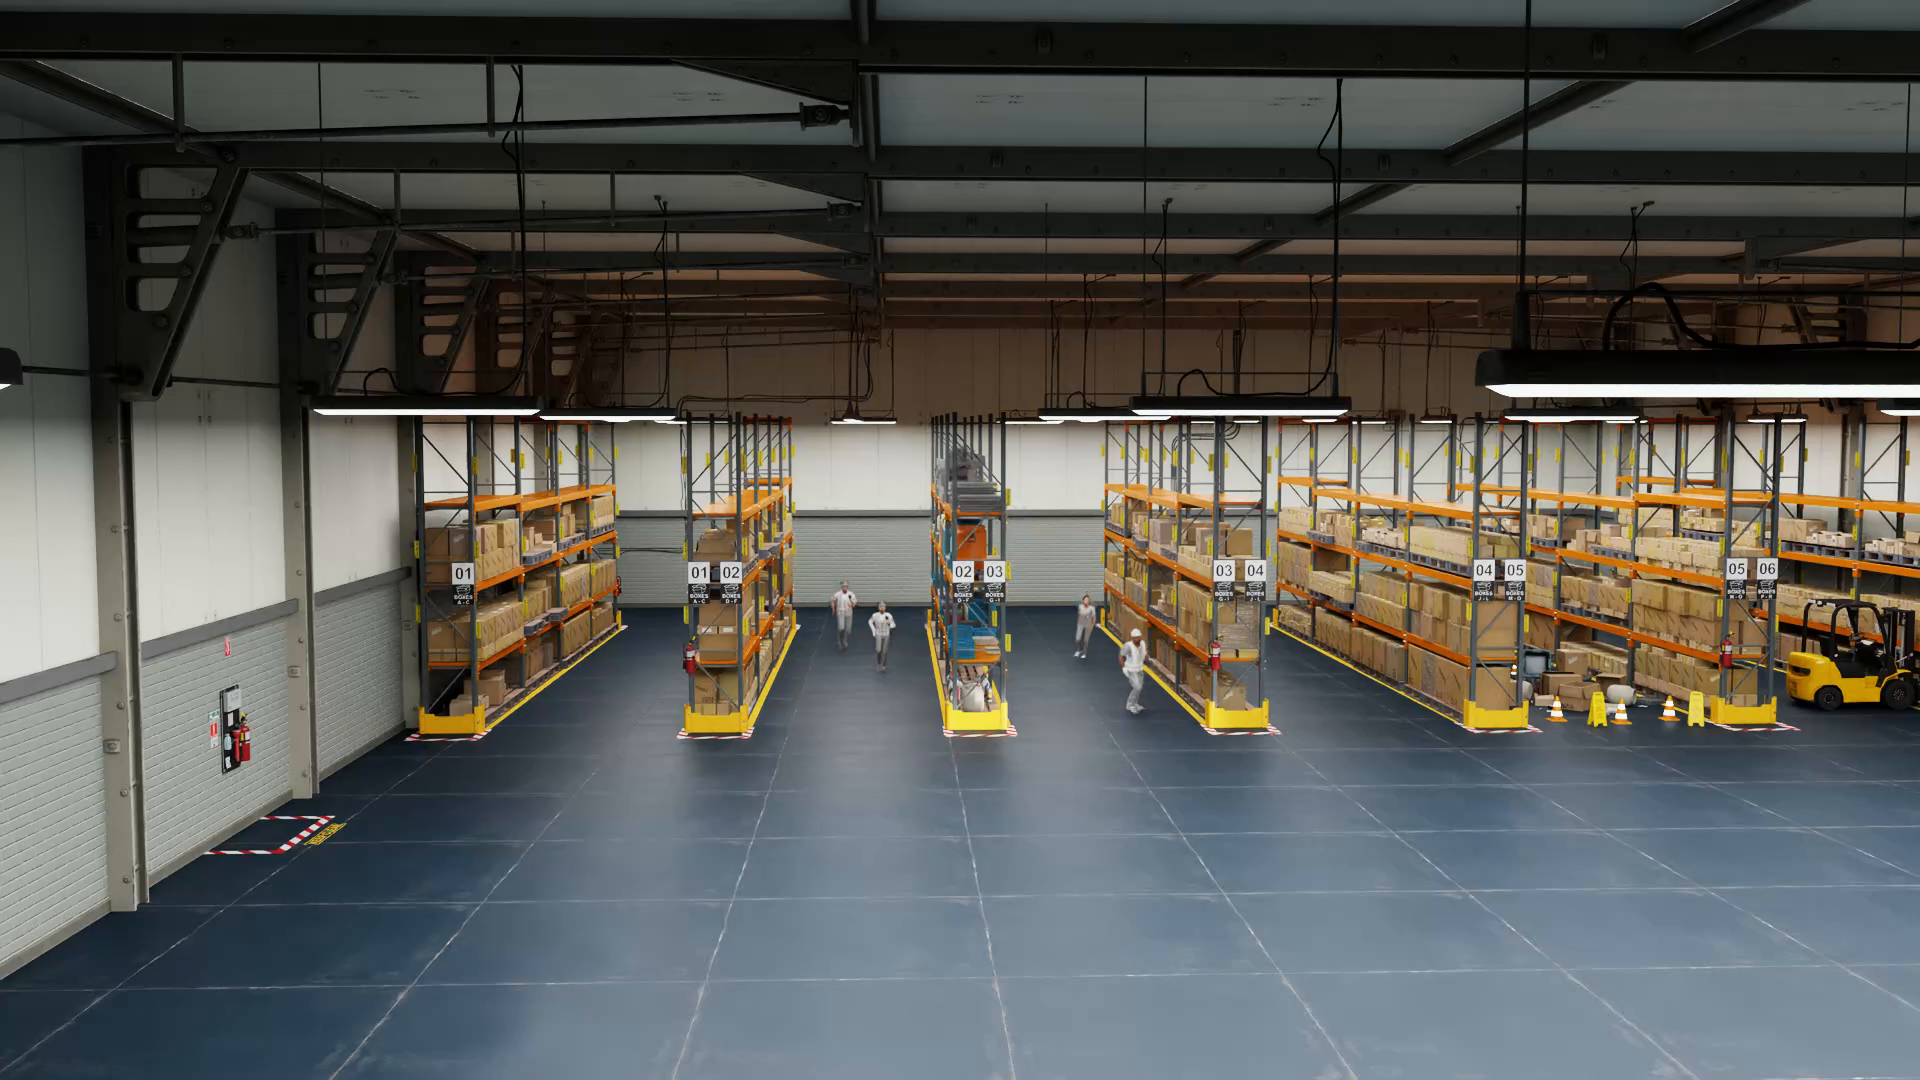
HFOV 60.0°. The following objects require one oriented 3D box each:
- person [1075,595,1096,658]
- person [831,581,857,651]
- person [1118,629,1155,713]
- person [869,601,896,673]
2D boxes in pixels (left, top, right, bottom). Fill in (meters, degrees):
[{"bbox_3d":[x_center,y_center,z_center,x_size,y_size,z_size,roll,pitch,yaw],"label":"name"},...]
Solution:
[{"bbox_3d":[3.083,2.130,40.866,0.566,1.607,0.651,1,4,13],"label":"person"},{"bbox_3d":[-2.960,1.947,42.637,0.648,1.821,0.735,-1,4,-12],"label":"person"},{"bbox_3d":[3.546,2.623,33.382,0.701,1.717,0.756,-3,5,-42],"label":"person"},{"bbox_3d":[-1.816,2.249,38.738,0.628,1.680,0.640,0,4,-1],"label":"person"}]
